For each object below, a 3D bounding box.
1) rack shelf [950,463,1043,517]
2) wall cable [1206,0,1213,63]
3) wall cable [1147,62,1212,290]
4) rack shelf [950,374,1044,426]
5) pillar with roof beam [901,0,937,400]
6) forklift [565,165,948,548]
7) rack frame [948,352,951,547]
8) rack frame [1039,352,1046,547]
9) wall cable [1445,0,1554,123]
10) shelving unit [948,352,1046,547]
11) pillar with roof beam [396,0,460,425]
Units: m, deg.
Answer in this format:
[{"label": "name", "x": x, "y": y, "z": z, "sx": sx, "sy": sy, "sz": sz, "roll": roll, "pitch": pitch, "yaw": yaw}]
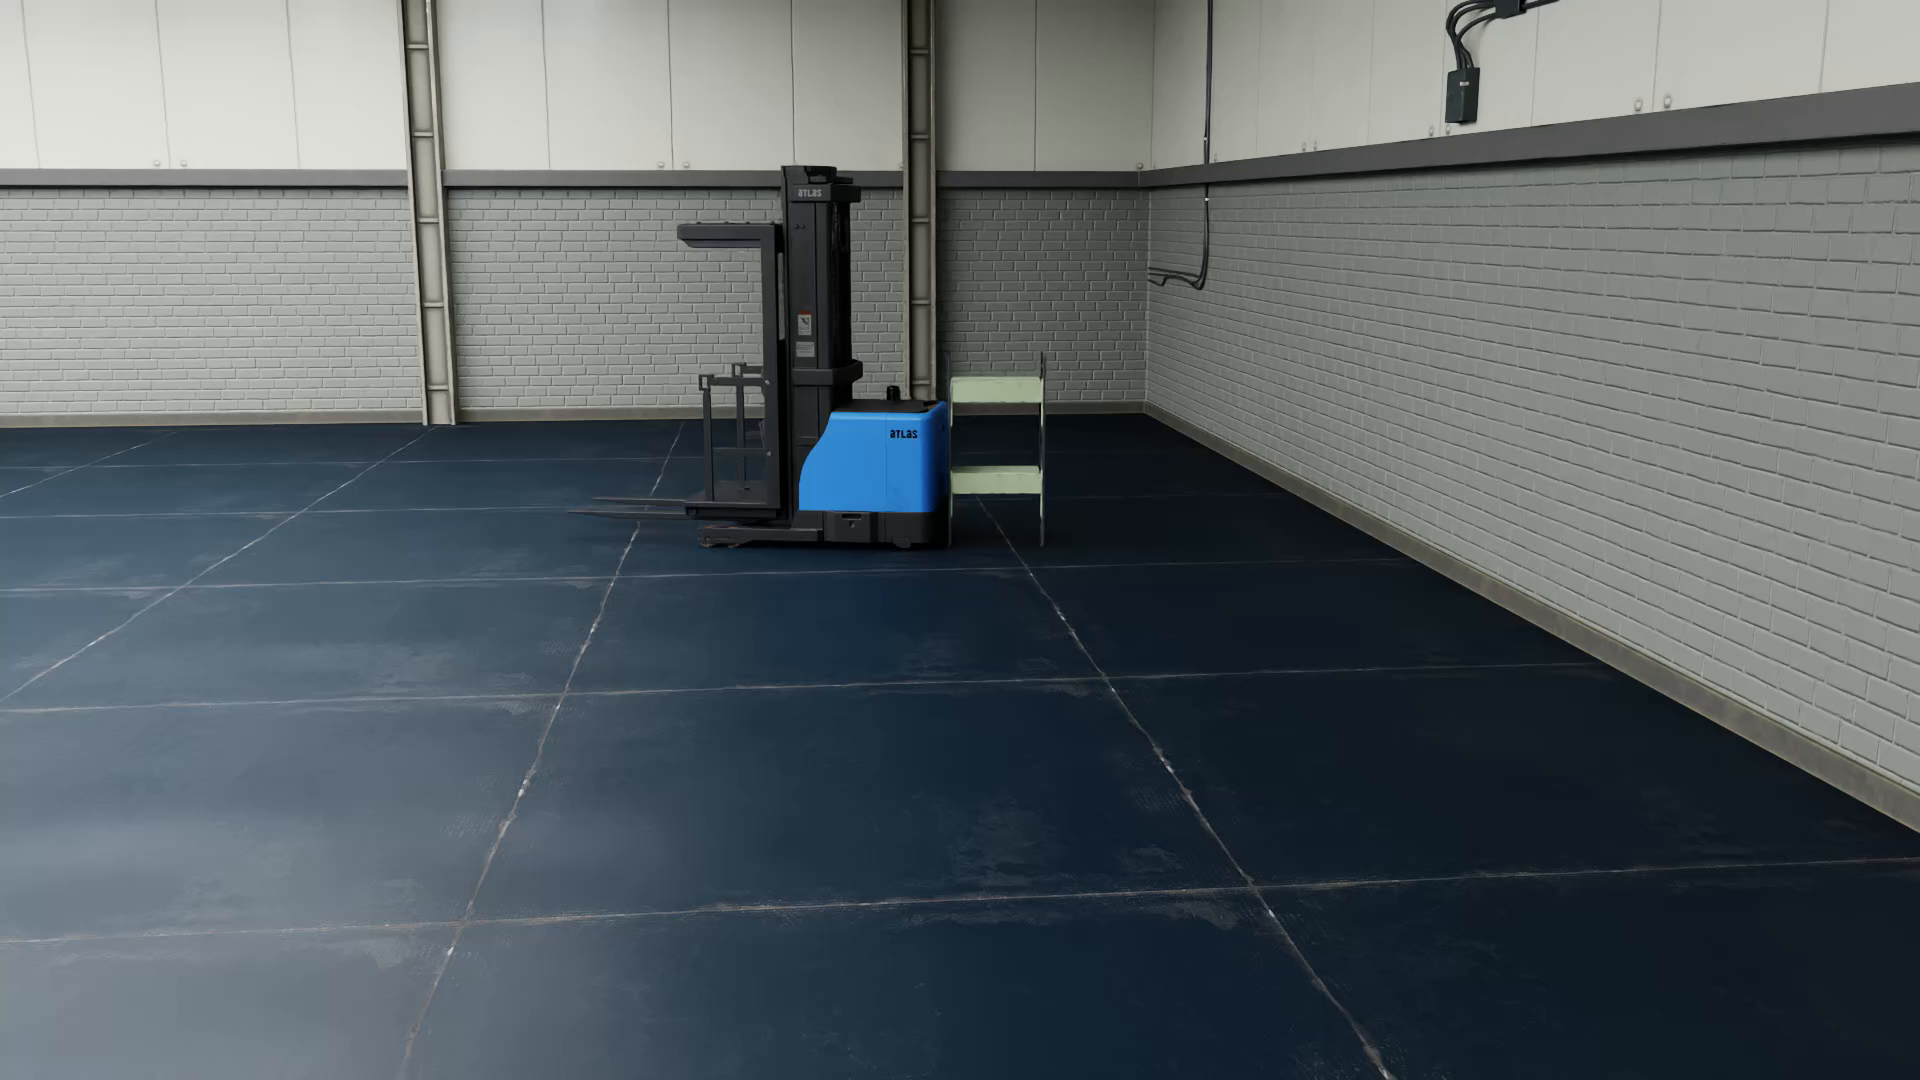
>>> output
[{"label": "rack shelf", "x": 0.284, "y": -0.401, "z": 13.209, "sx": 0.720, "sy": 0.370, "sz": 0.431, "roll": 0, "pitch": 11, "yaw": 0}, {"label": "wall cable", "x": 2.850, "y": -6.243, "z": 16.751, "sx": 0.112, "sy": 2.526, "sz": 3.097, "roll": -1, "pitch": 11, "yaw": -6}, {"label": "wall cable", "x": 2.558, "y": -4.283, "z": 19.877, "sx": 0.112, "sy": 2.526, "sz": 3.097, "roll": -1, "pitch": 11, "yaw": -6}, {"label": "rack shelf", "x": 0.284, "y": -1.104, "z": 13.071, "sx": 0.720, "sy": 0.370, "sz": 0.431, "roll": 0, "pitch": 11, "yaw": 0}, {"label": "pillar with roof beam", "x": -0.049, "y": -5.174, "z": 16.356, "sx": 0.400, "sy": 9.000, "sz": 9.100, "roll": -1, "pitch": 11, "yaw": -6}, {"label": "forklift", "x": -1.635, "y": -1.476, "z": 13.280, "sx": 3.031, "sy": 2.935, "sz": 1.130, "roll": 1, "pitch": 11, "yaw": 7}, {"label": "rack frame", "x": -0.082, "y": -0.720, "z": 13.144, "sx": 0.023, "sy": 1.500, "sz": 0.400, "roll": 0, "pitch": 11, "yaw": 0}, {"label": "rack frame", "x": 0.650, "y": -0.721, "z": 13.148, "sx": 0.023, "sy": 1.500, "sz": 0.400, "roll": 0, "pitch": 11, "yaw": 0}, {"label": "wall cable", "x": 3.567, "y": -5.655, "z": 9.987, "sx": 0.169, "sy": 6.003, "sz": 2.305, "roll": -1, "pitch": 11, "yaw": -6}, {"label": "shelving unit", "x": 0.284, "y": -0.721, "z": 13.146, "sx": 0.755, "sy": 1.500, "sz": 0.431, "roll": 0, "pitch": 11, "yaw": 0}, {"label": "pillar with roof beam", "x": -6.014, "y": -5.049, "z": 15.720, "sx": 0.400, "sy": 9.000, "sz": 9.100, "roll": -1, "pitch": 11, "yaw": -6}]
